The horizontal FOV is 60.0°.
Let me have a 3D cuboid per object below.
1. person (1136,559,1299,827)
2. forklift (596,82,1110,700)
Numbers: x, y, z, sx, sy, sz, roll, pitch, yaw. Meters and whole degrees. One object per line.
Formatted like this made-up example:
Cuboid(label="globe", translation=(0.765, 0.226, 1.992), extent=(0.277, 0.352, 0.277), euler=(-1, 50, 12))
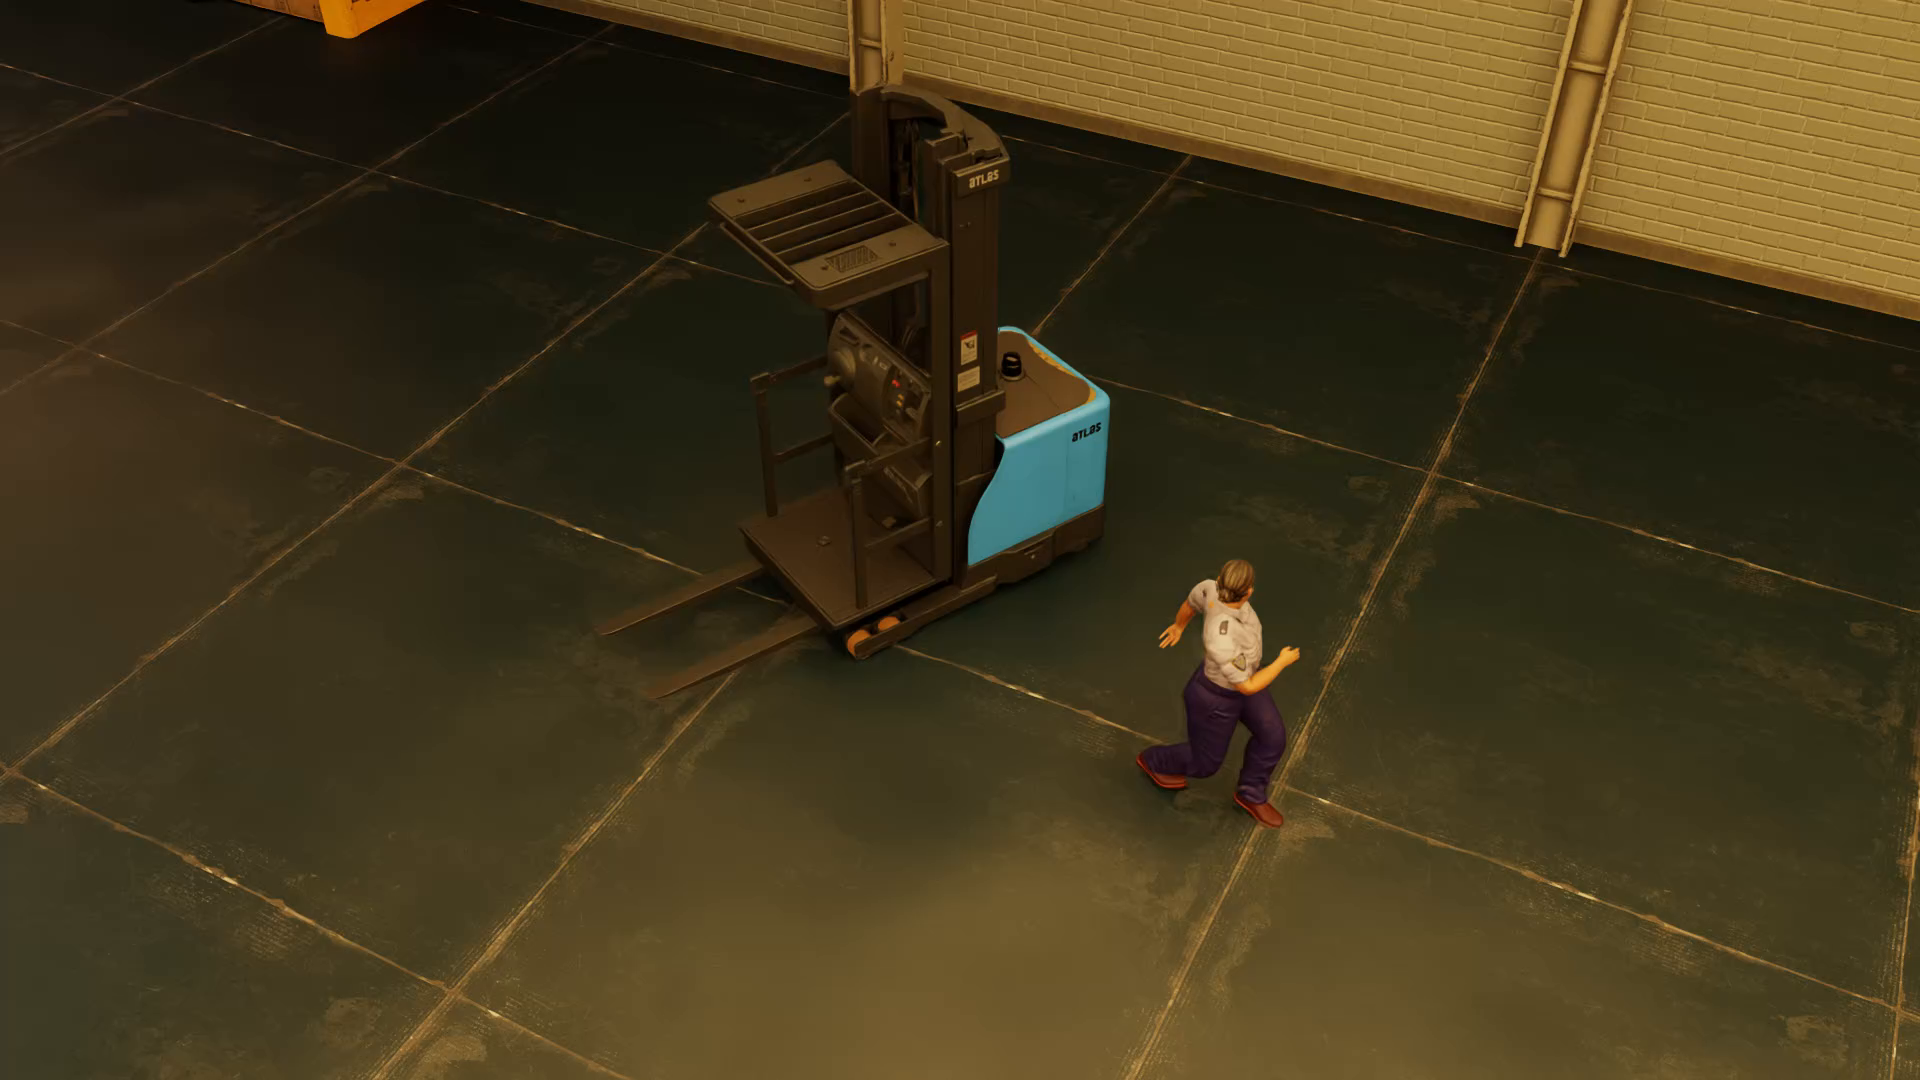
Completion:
Cuboid(label="person", translation=(1.304, 0.724, 8.218), extent=(0.854, 1.574, 0.509), euler=(20, 44, 22))
Cuboid(label="forklift", translation=(-0.615, -0.833, 8.976), extent=(3.031, 2.935, 1.130), euler=(-24, 46, -26))
